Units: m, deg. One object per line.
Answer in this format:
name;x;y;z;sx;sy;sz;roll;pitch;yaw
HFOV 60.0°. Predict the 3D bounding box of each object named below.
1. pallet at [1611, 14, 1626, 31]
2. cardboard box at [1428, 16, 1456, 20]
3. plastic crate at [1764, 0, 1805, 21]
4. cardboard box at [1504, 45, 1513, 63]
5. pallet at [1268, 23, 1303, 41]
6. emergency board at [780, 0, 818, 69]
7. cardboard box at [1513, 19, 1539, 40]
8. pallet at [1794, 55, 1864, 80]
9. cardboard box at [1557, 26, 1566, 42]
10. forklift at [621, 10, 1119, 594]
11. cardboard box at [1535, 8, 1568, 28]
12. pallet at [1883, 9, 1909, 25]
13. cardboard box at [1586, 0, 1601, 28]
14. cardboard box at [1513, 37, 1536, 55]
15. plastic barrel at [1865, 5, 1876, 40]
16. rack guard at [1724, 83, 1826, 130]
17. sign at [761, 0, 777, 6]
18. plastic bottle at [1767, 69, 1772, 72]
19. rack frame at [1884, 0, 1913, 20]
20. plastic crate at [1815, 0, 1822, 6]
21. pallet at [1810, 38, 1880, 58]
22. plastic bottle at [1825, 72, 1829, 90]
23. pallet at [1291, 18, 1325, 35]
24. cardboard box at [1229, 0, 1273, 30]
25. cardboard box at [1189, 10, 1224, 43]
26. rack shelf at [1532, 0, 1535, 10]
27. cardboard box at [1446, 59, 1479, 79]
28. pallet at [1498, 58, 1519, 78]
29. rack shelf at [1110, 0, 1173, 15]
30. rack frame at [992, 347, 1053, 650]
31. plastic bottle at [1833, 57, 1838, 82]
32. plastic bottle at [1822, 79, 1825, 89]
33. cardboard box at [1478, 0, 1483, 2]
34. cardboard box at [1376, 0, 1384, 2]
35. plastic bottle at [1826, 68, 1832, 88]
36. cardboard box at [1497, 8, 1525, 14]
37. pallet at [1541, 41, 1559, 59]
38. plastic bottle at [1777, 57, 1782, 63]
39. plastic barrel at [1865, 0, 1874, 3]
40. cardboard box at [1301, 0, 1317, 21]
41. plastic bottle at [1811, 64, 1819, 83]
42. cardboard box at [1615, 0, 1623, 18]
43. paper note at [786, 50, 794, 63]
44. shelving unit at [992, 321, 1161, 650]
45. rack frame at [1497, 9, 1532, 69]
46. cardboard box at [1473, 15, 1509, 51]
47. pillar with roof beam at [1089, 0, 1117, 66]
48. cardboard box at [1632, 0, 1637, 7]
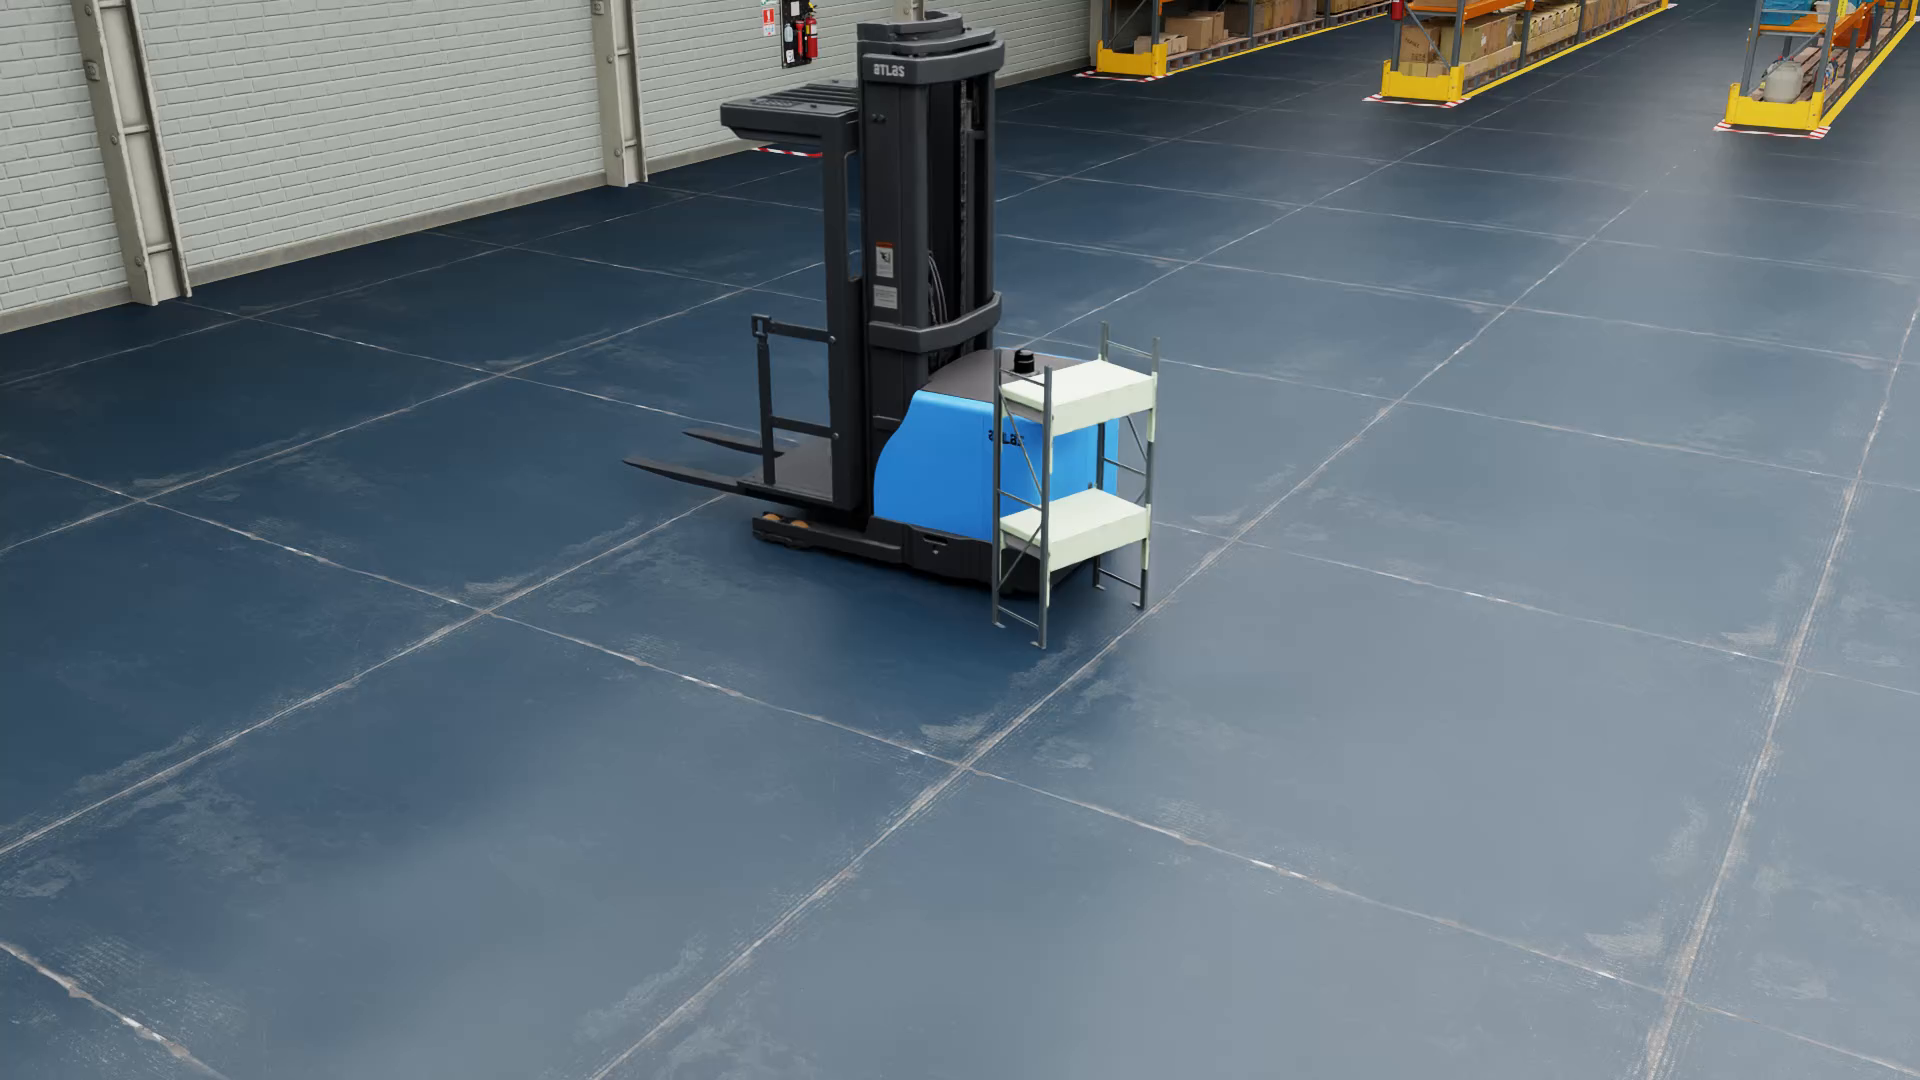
pallet;12.960;-10.619;34.014;1.003;0.211;1.213;14;27;29
cardboard box;7.837;-8.159;26.809;0.500;0.500;0.500;14;27;29
plastic crate;11.590;-7.473;23.424;0.499;0.251;0.408;14;27;29
cardboard box;8.806;-8.043;27.486;0.500;0.250;0.500;14;27;29
pallet;5.978;-9.915;32.387;1.003;0.211;1.213;14;27;29
emergency board;-2.050;-6.734;21.530;0.194;1.169;0.643;14;27;29
cardboard box;9.566;-8.757;28.429;0.500;0.311;0.500;14;27;29
pallet;14.367;-7.849;27.615;1.003;0.211;1.213;14;27;29
cardboard box;10.640;-9.190;30.134;0.500;0.250;0.500;15;27;30
forklift;-0.625;-1.459;9.431;3.031;2.935;1.130;13;26;27
cardboard box;10.642;-9.445;30.017;0.500;0.311;0.500;14;27;29
pallet;19.205;-10.942;34.760;1.003;0.211;1.213;14;27;29
cardboard box;12.001;-10.158;32.031;0.500;0.500;0.500;13;27;27
cardboard box;9.560;-8.496;28.533;0.500;0.250;0.500;13;27;28
plastic barrel;16.292;-9.428;30.259;0.600;0.588;0.708;14;27;29
rack guard;11.233;-5.980;22.935;1.175;0.500;0.348;14;27;29
sign;-2.420;-6.829;21.036;0.001;0.109;0.331;14;27;29
plastic bottle;11.985;-6.835;24.637;0.152;0.276;0.135;14;27;29
rack frame;19.673;-12.492;34.830;1.000;3.000;0.127;14;27;29
plastic crate;12.959;-8.263;25.141;0.767;0.338;0.504;14;27;29
pallet;15.833;-8.787;29.782;1.003;0.211;1.213;14;27;29
plastic bottle;12.688;-6.738;24.419;0.097;0.271;0.097;0;23;0
pallet;6.623;-10.325;33.335;1.003;0.211;1.213;14;27;29
cardboard box;5.530;-10.010;31.689;0.700;0.500;0.500;13;27;28
cardboard box;4.413;-9.214;29.851;0.500;0.500;0.500;12;26;25
rack shelf;10.192;-9.826;29.578;1.077;0.370;4.000;14;27;29
cardboard box;7.759;-7.366;25.922;0.500;0.250;0.500;14;27;29
pallet;8.682;-7.942;27.830;1.003;0.211;1.213;14;27;29
rack shelf;3.871;-9.513;28.854;1.077;0.370;4.000;14;27;29
rack frame;0.303;-0.193;8.307;0.023;1.500;0.400;-18;29;-36
plastic bottle;13.248;-7.150;25.272;0.144;0.351;0.185;13;27;28
plastic bottle;12.454;-6.588;24.074;0.097;0.271;0.097;0;23;0
cardboard box;7.824;-8.677;25.891;0.700;0.500;0.500;14;27;29
cardboard box;8.914;-12.178;36.282;0.750;0.750;0.750;14;27;30
plastic bottle;12.887;-6.888;24.761;0.152;0.276;0.135;14;27;30
cardboard box;9.909;-9.380;29.868;0.500;0.311;0.500;13;27;28
pallet;10.135;-8.872;29.978;1.003;0.211;1.213;14;27;29
plastic bottle;12.465;-7.179;25.338;0.144;0.351;0.185;13;26;27
plastic barrel;13.804;-8.739;25.530;0.600;0.901;0.708;14;27;29
cardboard box;6.701;-10.669;33.212;0.700;0.500;0.500;14;27;30
plastic bottle;13.008;-7.074;25.189;0.152;0.276;0.135;14;27;29
cardboard box;13.072;-10.844;33.617;0.500;0.500;0.500;14;27;29
paper note;-2.202;-6.285;21.601;0.016;0.148;0.142;14;27;29
shelving unit;0.584;-0.286;8.522;0.755;1.500;0.431;-18;29;-36
rack frame;9.137;-9.481;27.876;1.000;3.000;0.127;14;27;29
cardboard box;8.544;-8.218;26.946;0.500;0.500;0.500;14;27;29
pillar with roof beam;6.108;-11.436;24.841;9.100;9.000;0.400;14;27;29
cardboard box;14.210;-11.473;35.490;0.380;0.166;0.250;14;27;29
